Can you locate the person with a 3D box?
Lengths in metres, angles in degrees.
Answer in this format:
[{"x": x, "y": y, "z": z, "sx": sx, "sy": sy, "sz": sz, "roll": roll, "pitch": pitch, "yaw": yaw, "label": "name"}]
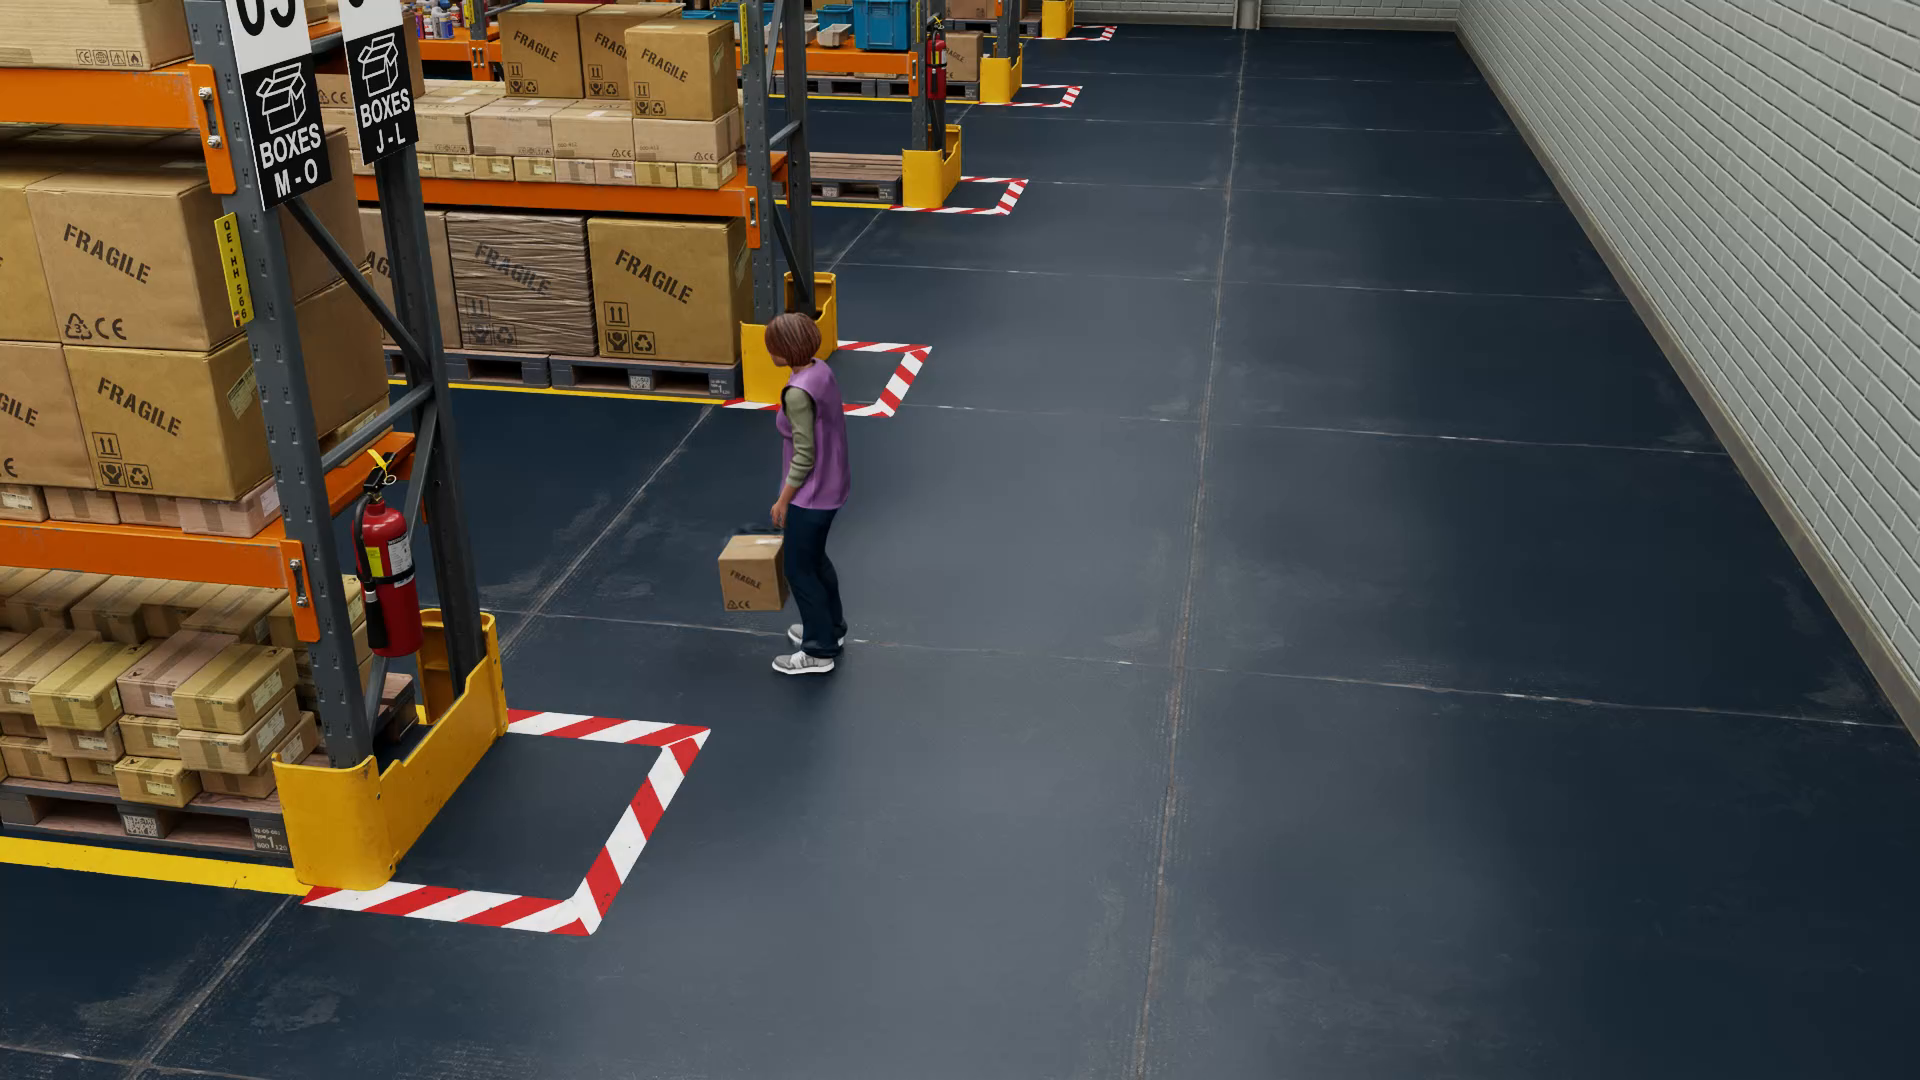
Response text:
[{"x": -0.648, "y": -0.189, "z": 7.023, "sx": 0.350, "sy": 1.591, "sz": 0.471, "roll": 4, "pitch": 26, "yaw": 8, "label": "person"}]
